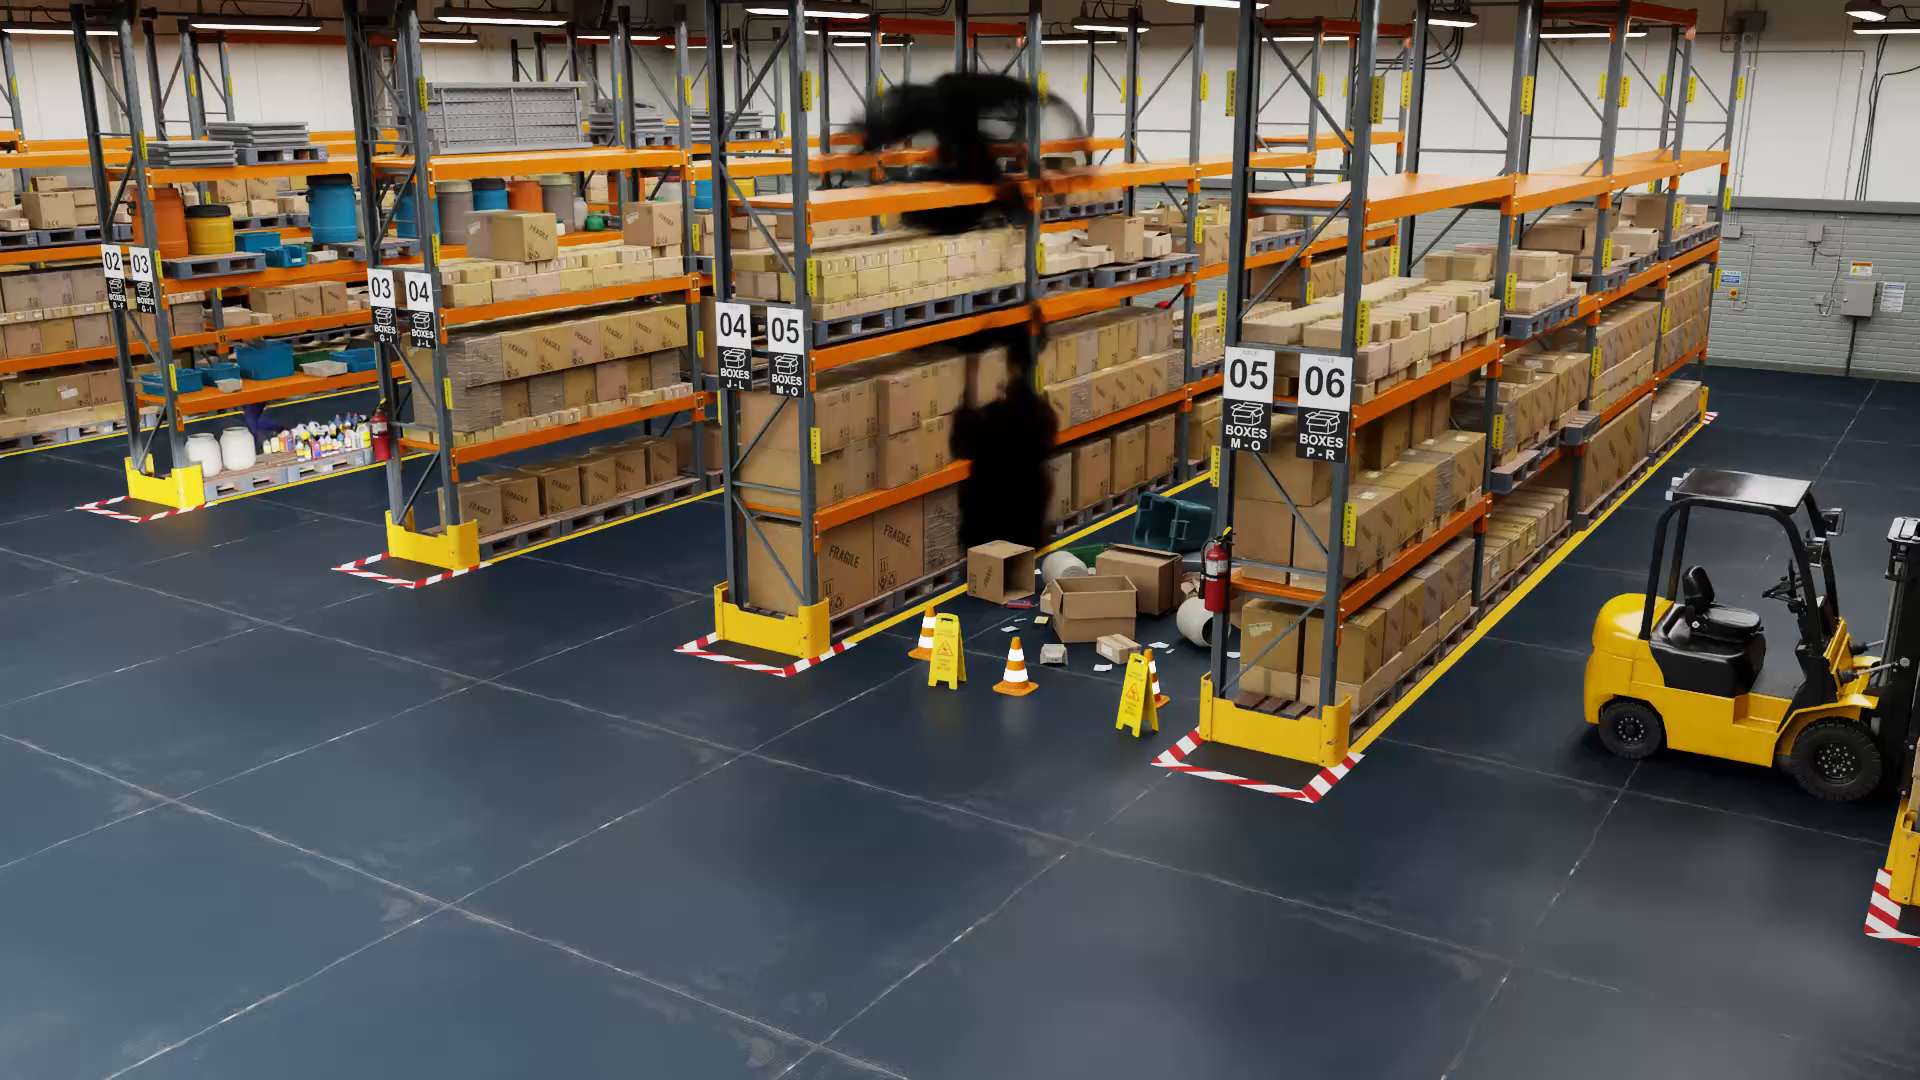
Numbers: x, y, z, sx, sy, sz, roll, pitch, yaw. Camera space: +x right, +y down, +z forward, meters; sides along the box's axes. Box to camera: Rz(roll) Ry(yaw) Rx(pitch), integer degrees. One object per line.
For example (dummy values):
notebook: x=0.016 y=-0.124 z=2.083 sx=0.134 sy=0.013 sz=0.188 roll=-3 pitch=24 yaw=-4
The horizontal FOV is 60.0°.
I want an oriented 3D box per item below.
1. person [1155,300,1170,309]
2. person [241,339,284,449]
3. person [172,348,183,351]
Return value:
person: x=3.151 y=-2.870 z=26.108 sx=0.675 sy=1.757 sz=1.051 roll=12 pitch=20 yaw=37
person: x=-9.905 y=-2.004 z=23.385 sx=0.610 sy=1.650 sz=0.896 roll=9 pitch=18 yaw=29
person: x=-13.475 y=-3.457 z=28.565 sx=0.587 sy=1.764 sz=0.709 roll=9 pitch=18 yaw=29
